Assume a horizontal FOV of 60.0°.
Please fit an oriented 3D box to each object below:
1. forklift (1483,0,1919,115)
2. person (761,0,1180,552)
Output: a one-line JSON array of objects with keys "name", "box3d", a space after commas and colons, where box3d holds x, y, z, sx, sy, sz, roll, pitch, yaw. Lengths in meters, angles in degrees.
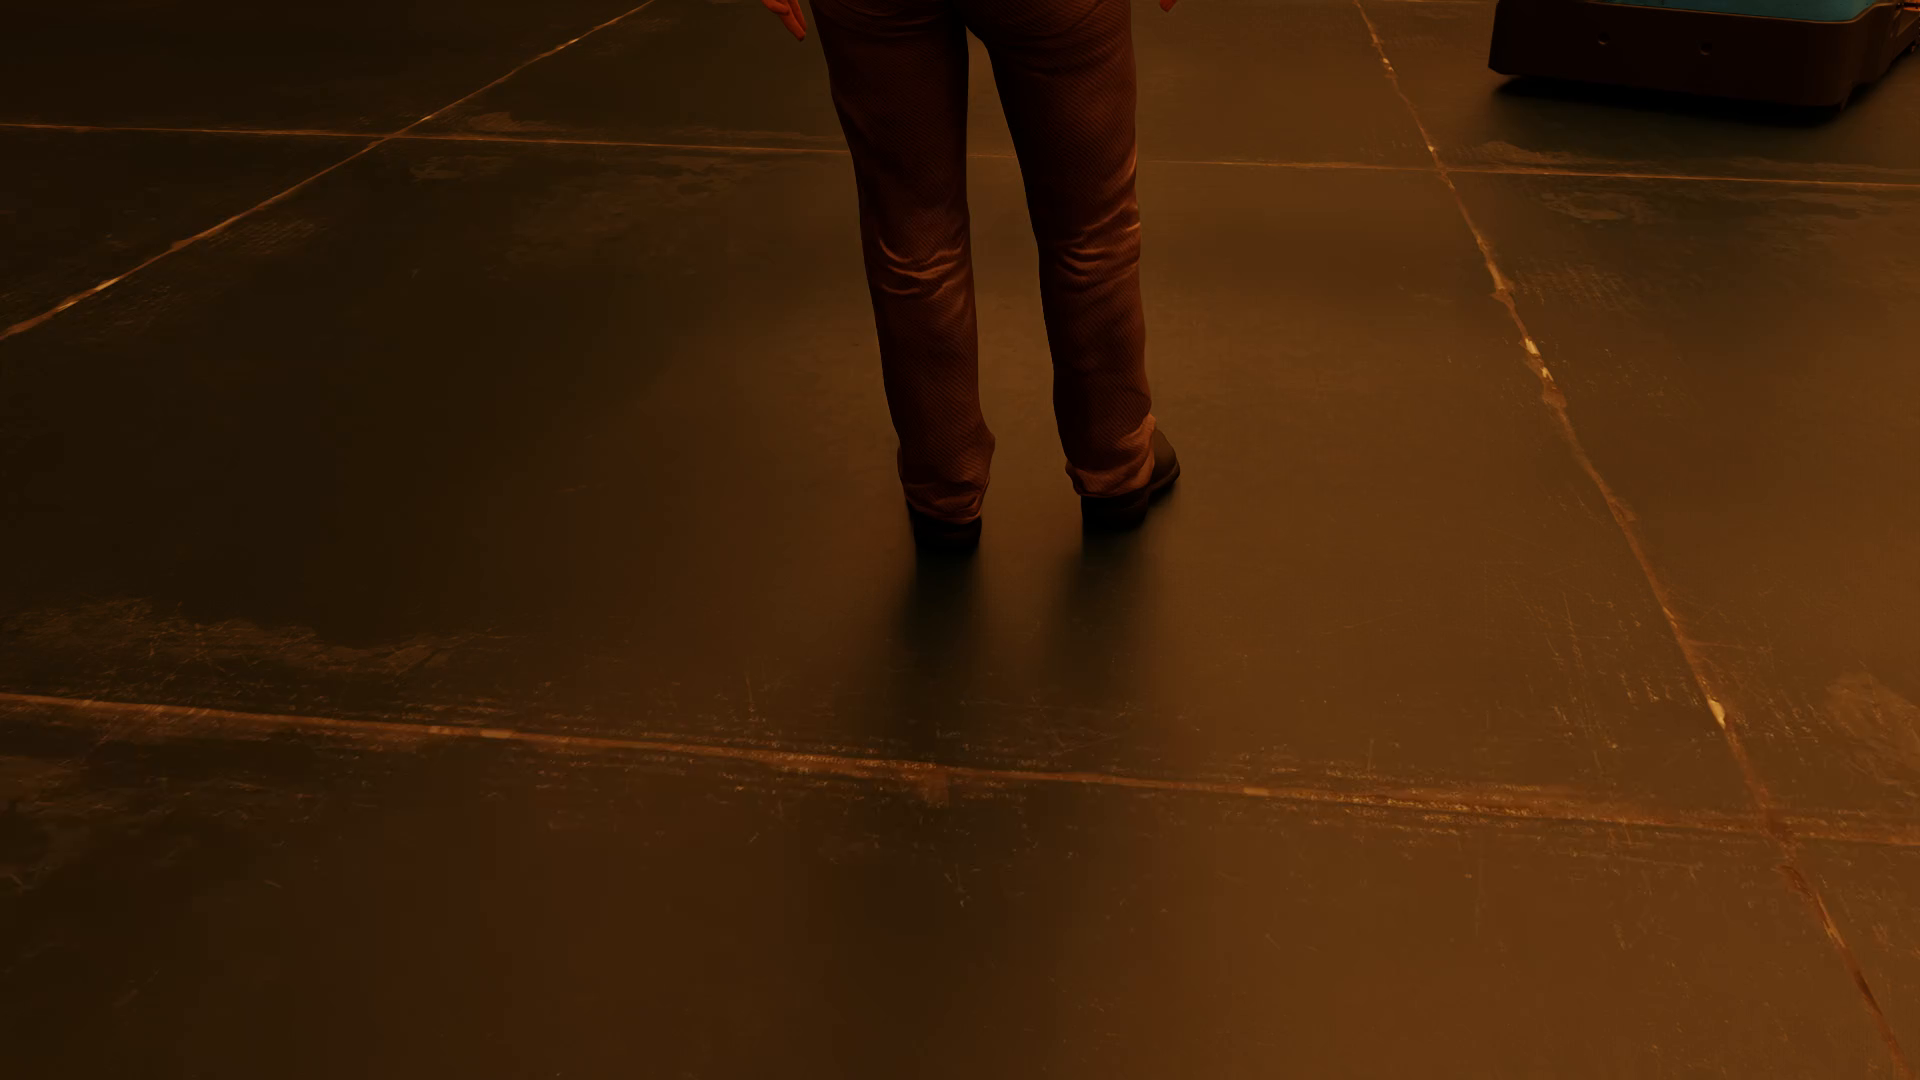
[{"name": "forklift", "box3d": [2.948, -3.174, 5.579, 1.130, 2.935, 3.031, 17, 31, 31]}, {"name": "person", "box3d": [0.016, -0.804, 2.166, 0.632, 1.720, 0.568, 3, 27, 7]}]
